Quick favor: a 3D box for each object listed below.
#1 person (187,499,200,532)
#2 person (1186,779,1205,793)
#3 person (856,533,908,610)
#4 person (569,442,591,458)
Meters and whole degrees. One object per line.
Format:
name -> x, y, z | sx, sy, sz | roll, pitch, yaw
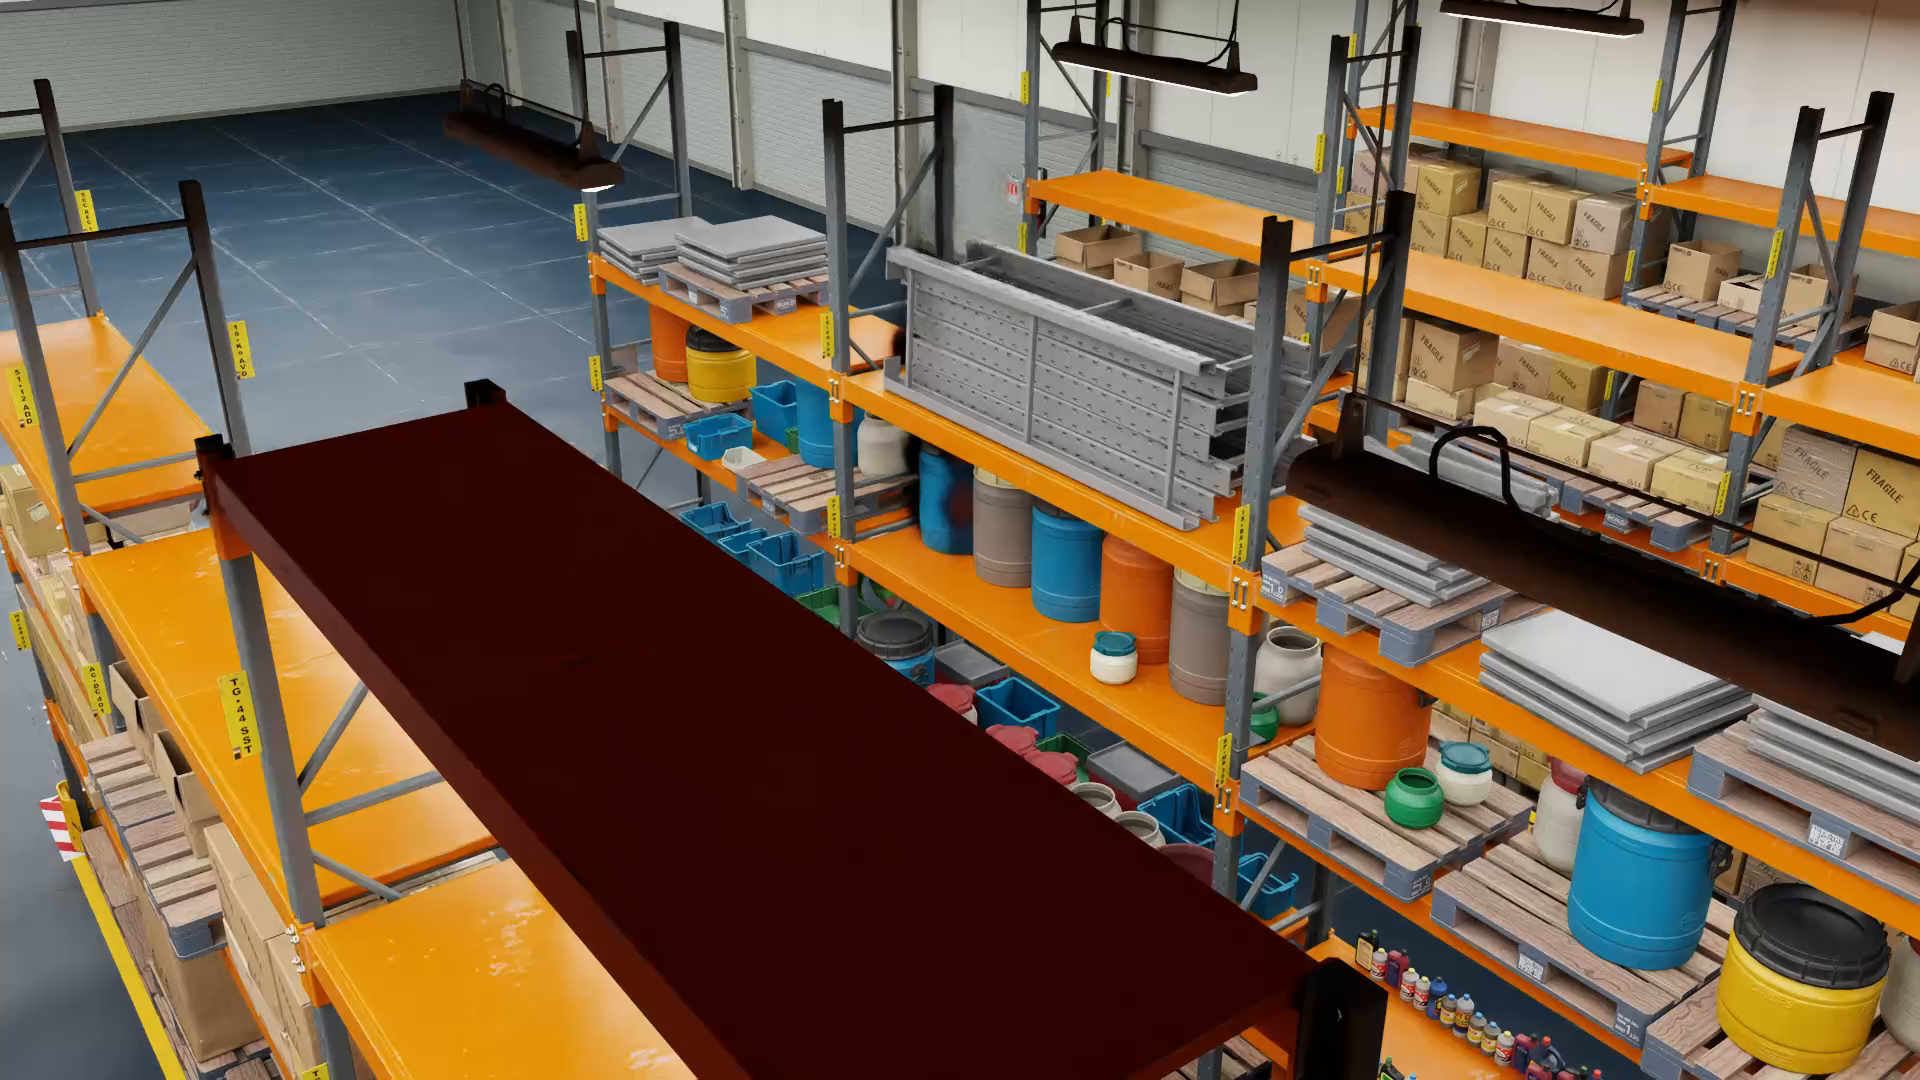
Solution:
person -> -8.062, -0.013, 16.902 | 0.609, 1.740, 0.665 | -4, 25, -8
person -> 1.752, 1.310, 13.980 | 0.989, 1.754, 0.700 | 19, 31, 36
person -> -0.888, 0.177, 16.469 | 0.668, 1.790, 0.993 | -19, 31, -35
person -> -3.939, -0.236, 17.513 | 0.635, 1.720, 0.617 | -3, 25, -7
